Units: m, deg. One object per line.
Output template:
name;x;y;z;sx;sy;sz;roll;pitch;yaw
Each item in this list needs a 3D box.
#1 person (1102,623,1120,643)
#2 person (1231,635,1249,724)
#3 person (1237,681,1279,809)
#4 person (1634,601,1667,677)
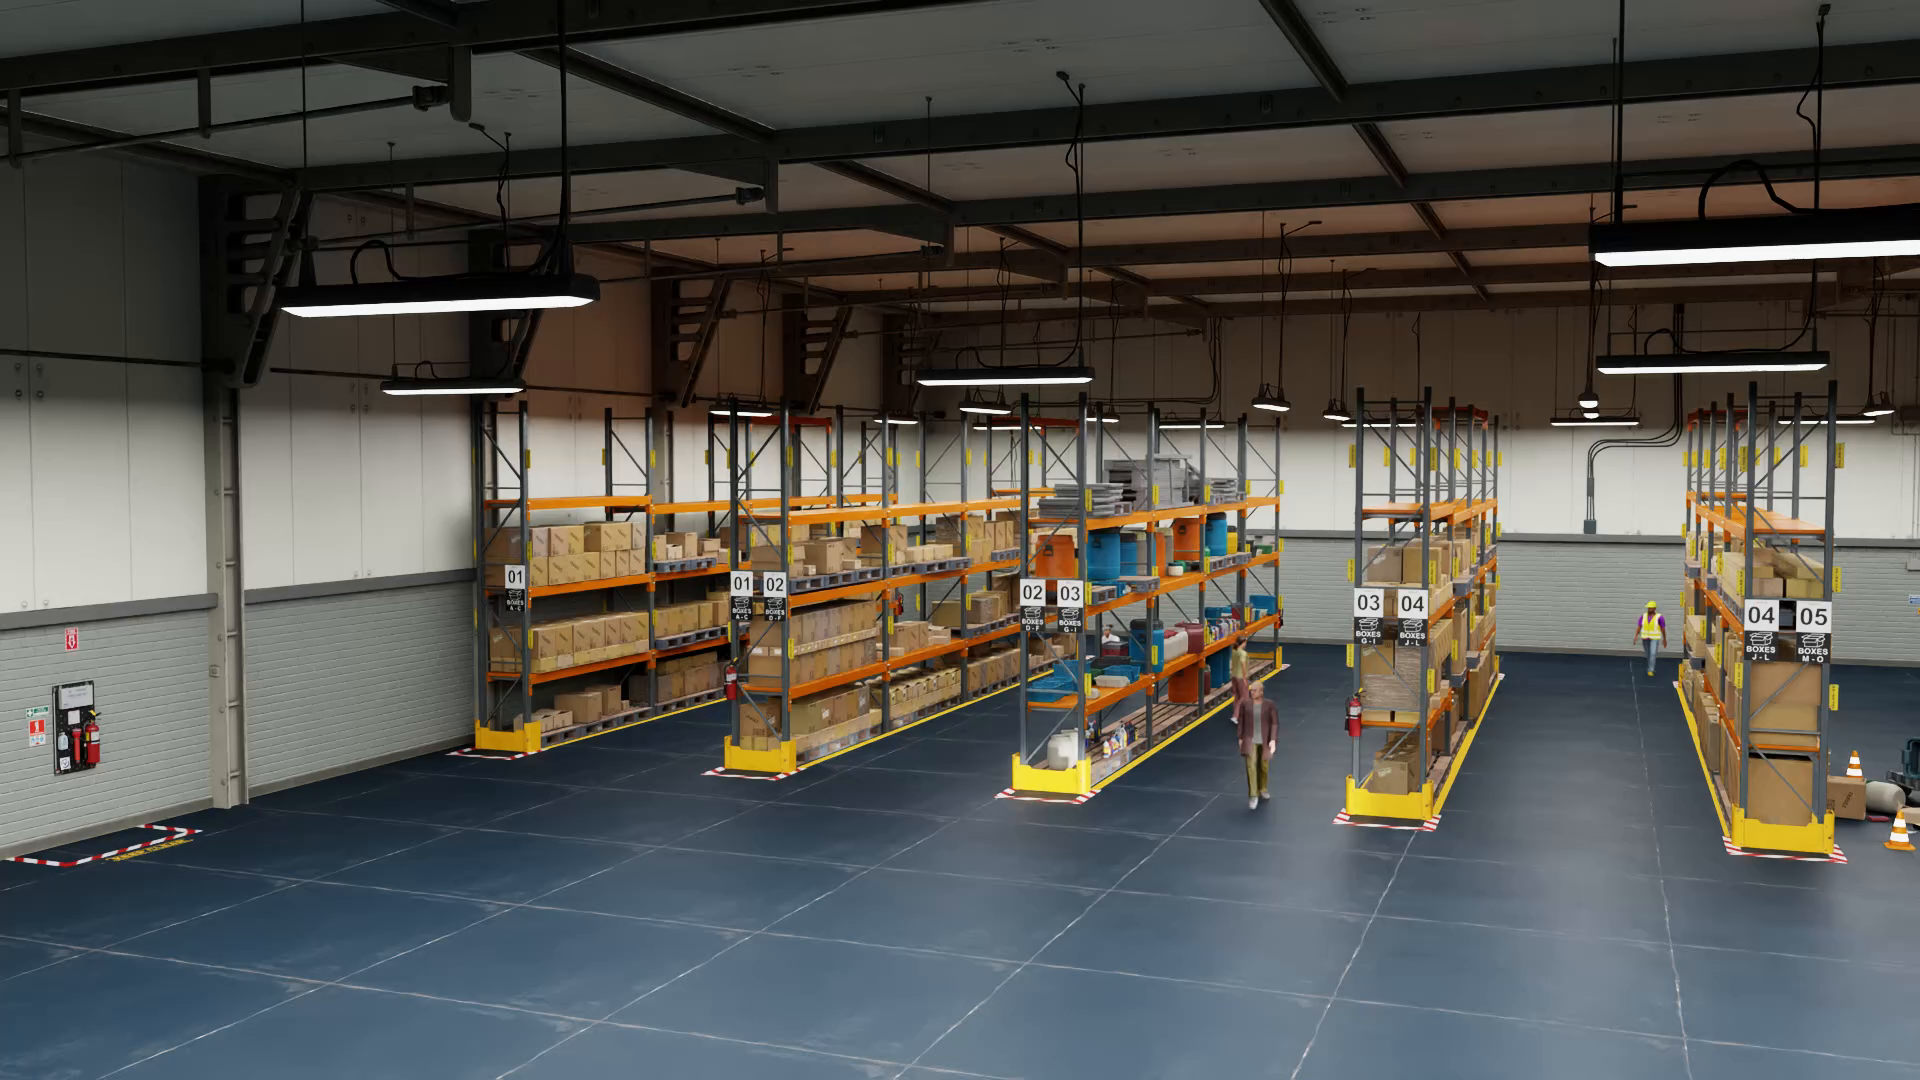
person;3.132;2.522;34.210;0.548;1.651;0.578;2;3;34
person;5.281;2.649;31.438;0.468;1.698;0.539;-1;3;-23
person;4.325;2.942;24.147;0.606;1.783;0.904;1;3;11
person;15.855;2.266;38.241;0.656;1.700;1.054;2;4;40
